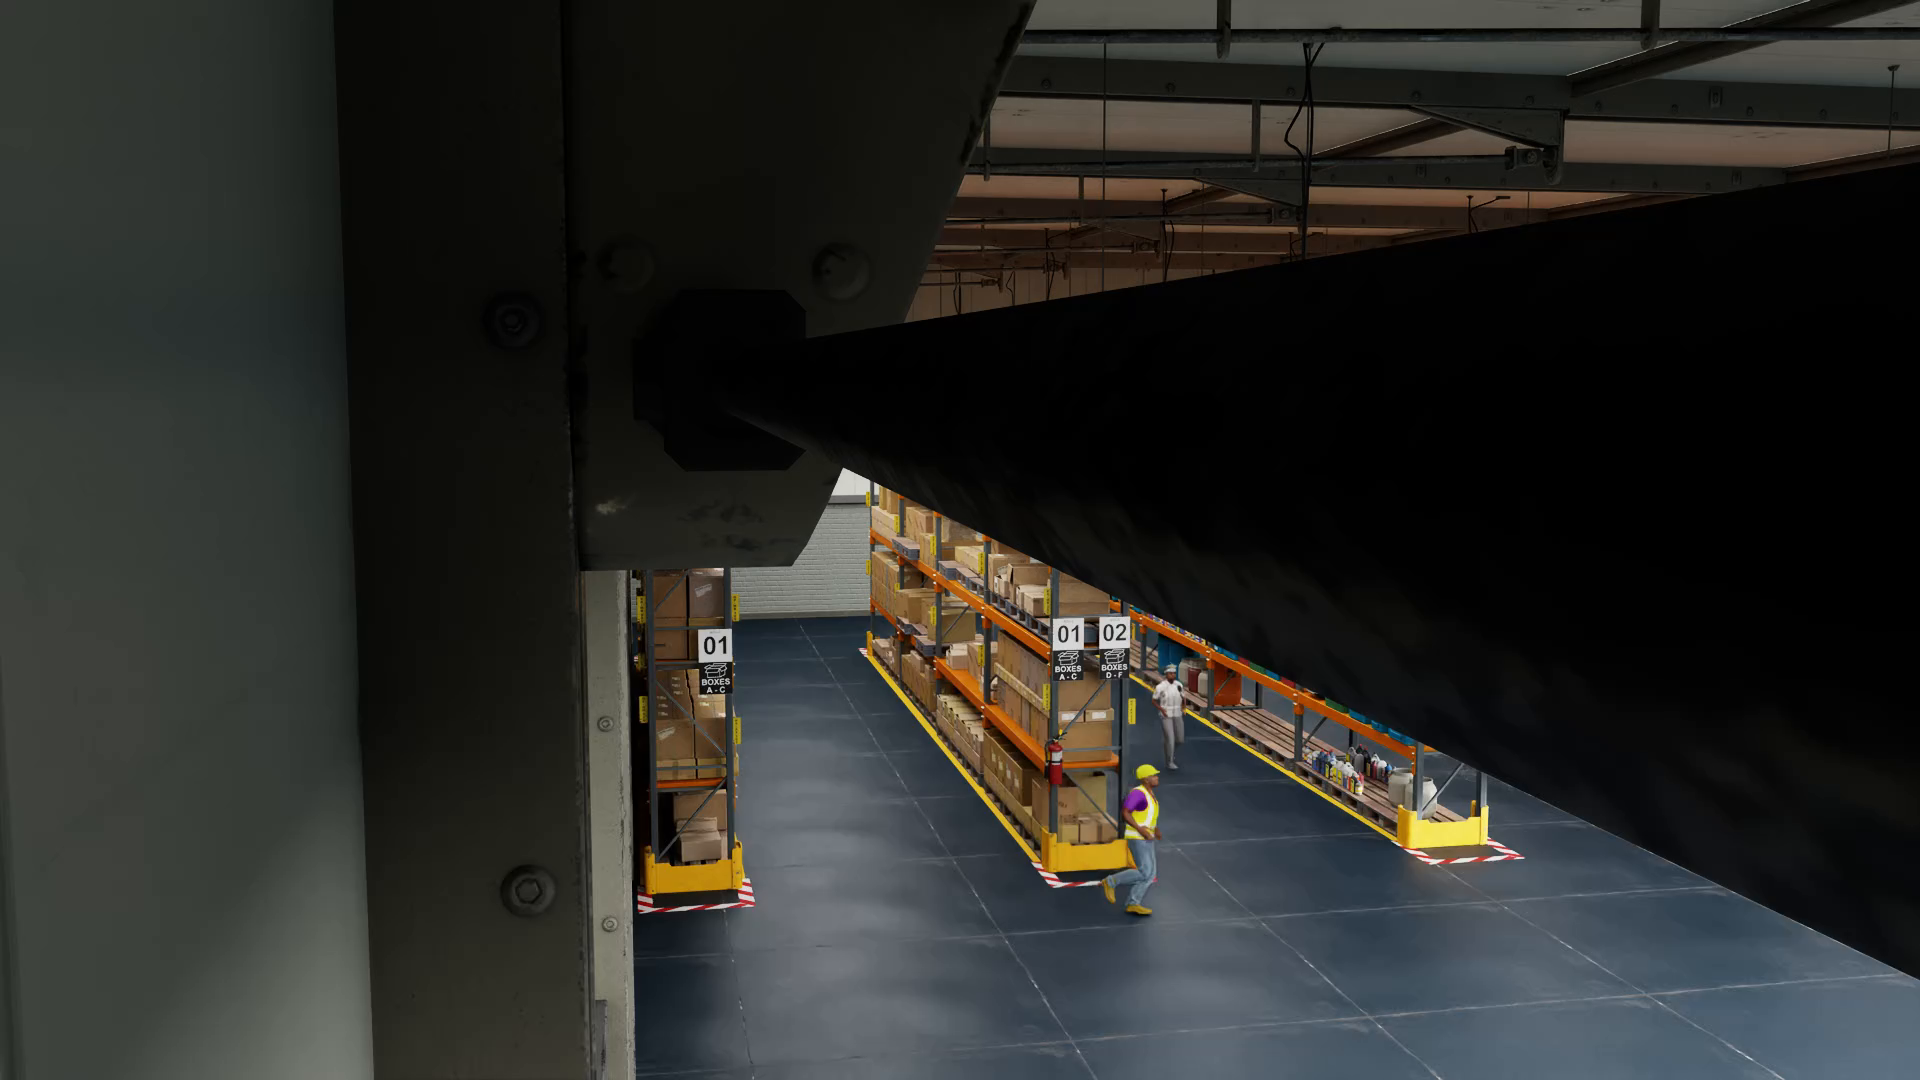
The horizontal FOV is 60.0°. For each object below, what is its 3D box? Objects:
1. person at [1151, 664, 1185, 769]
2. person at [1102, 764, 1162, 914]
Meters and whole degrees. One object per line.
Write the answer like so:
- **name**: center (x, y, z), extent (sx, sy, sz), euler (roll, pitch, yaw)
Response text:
- **person**: center (3.306, 2.766, 26.280), extent (0.574, 1.649, 0.586), euler (-2, 6, -18)
- **person**: center (2.045, 3.467, 19.514), extent (0.608, 1.677, 0.739), euler (3, 6, 23)
